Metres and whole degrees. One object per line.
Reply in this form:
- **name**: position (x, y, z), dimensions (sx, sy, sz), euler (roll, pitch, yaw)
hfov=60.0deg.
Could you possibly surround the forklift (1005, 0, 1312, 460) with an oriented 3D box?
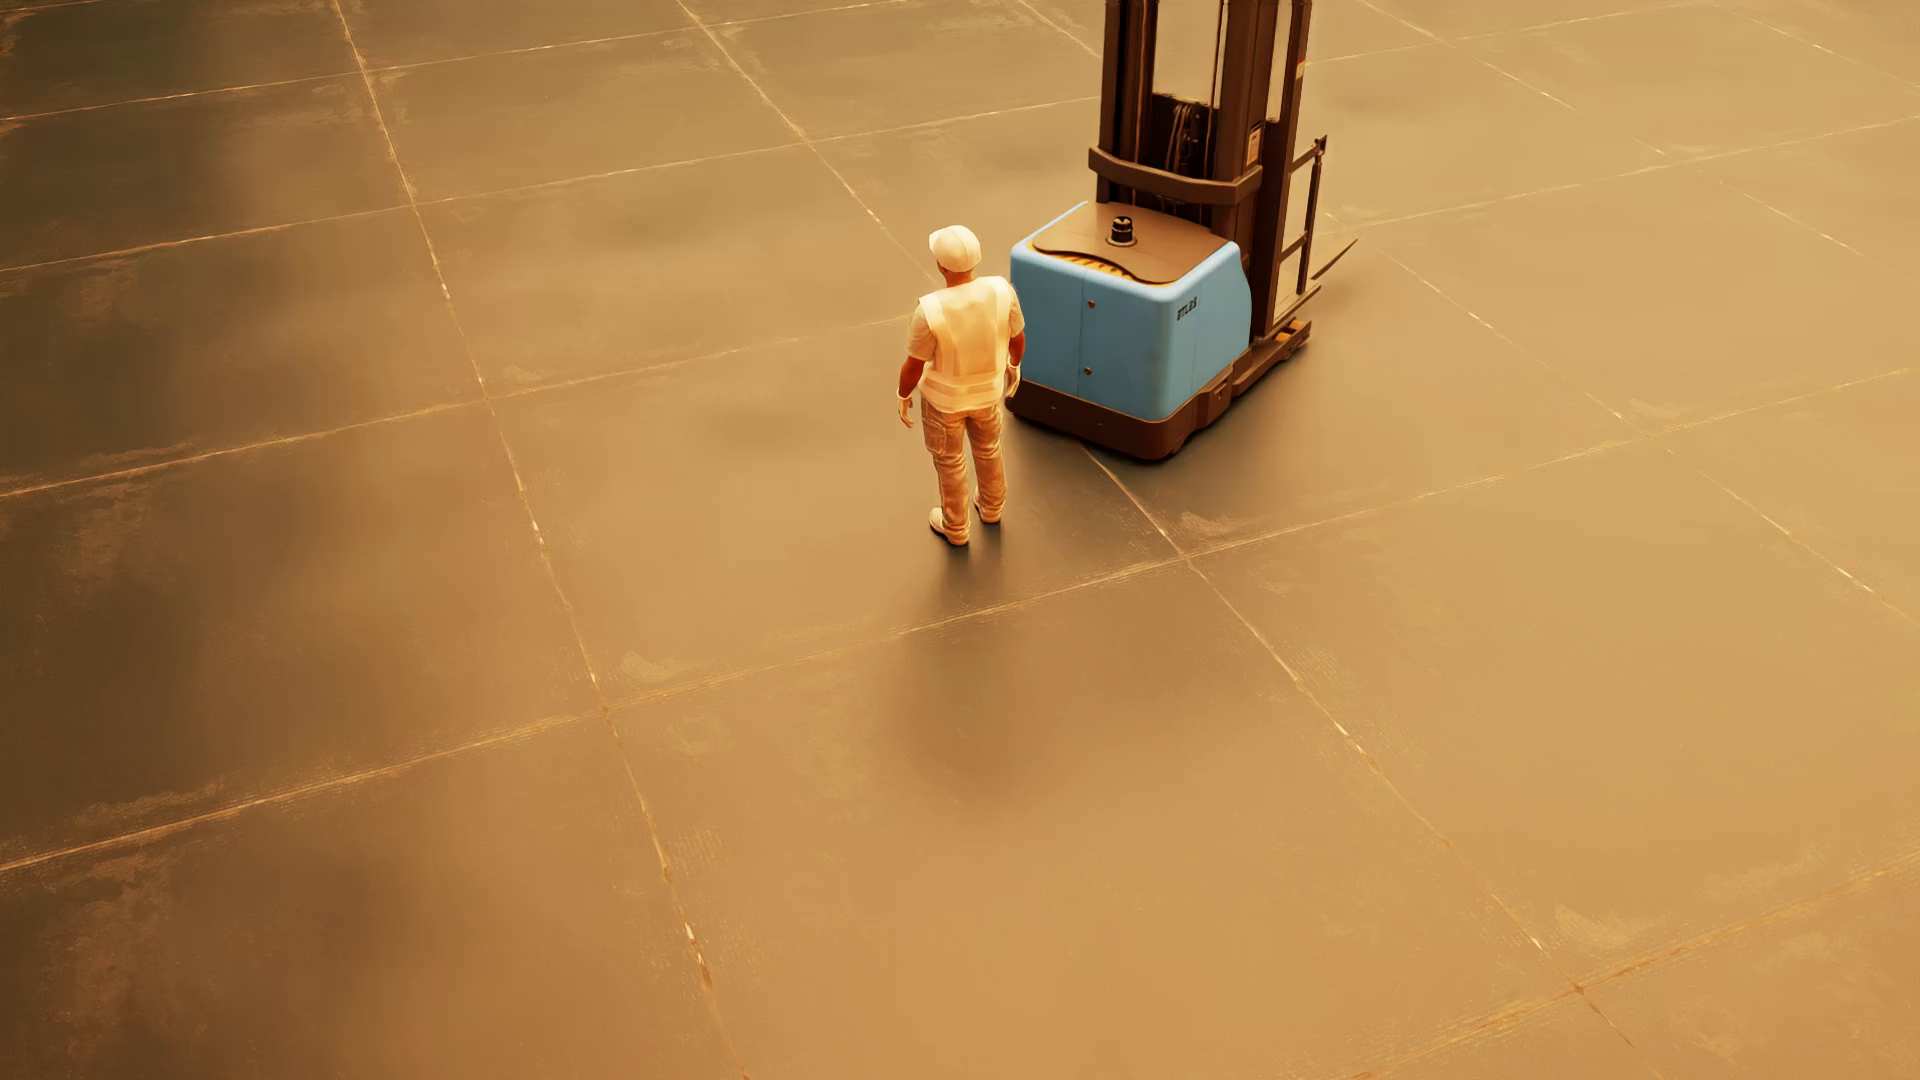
- **forklift**: position (1.516, -2.443, 9.534), dimensions (1.130, 2.935, 3.031), euler (22, 41, 28)

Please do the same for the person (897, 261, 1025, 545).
- **person**: position (-0.020, -0.757, 8.174), dimensions (0.656, 1.744, 0.577), euler (-14, 38, -19)
